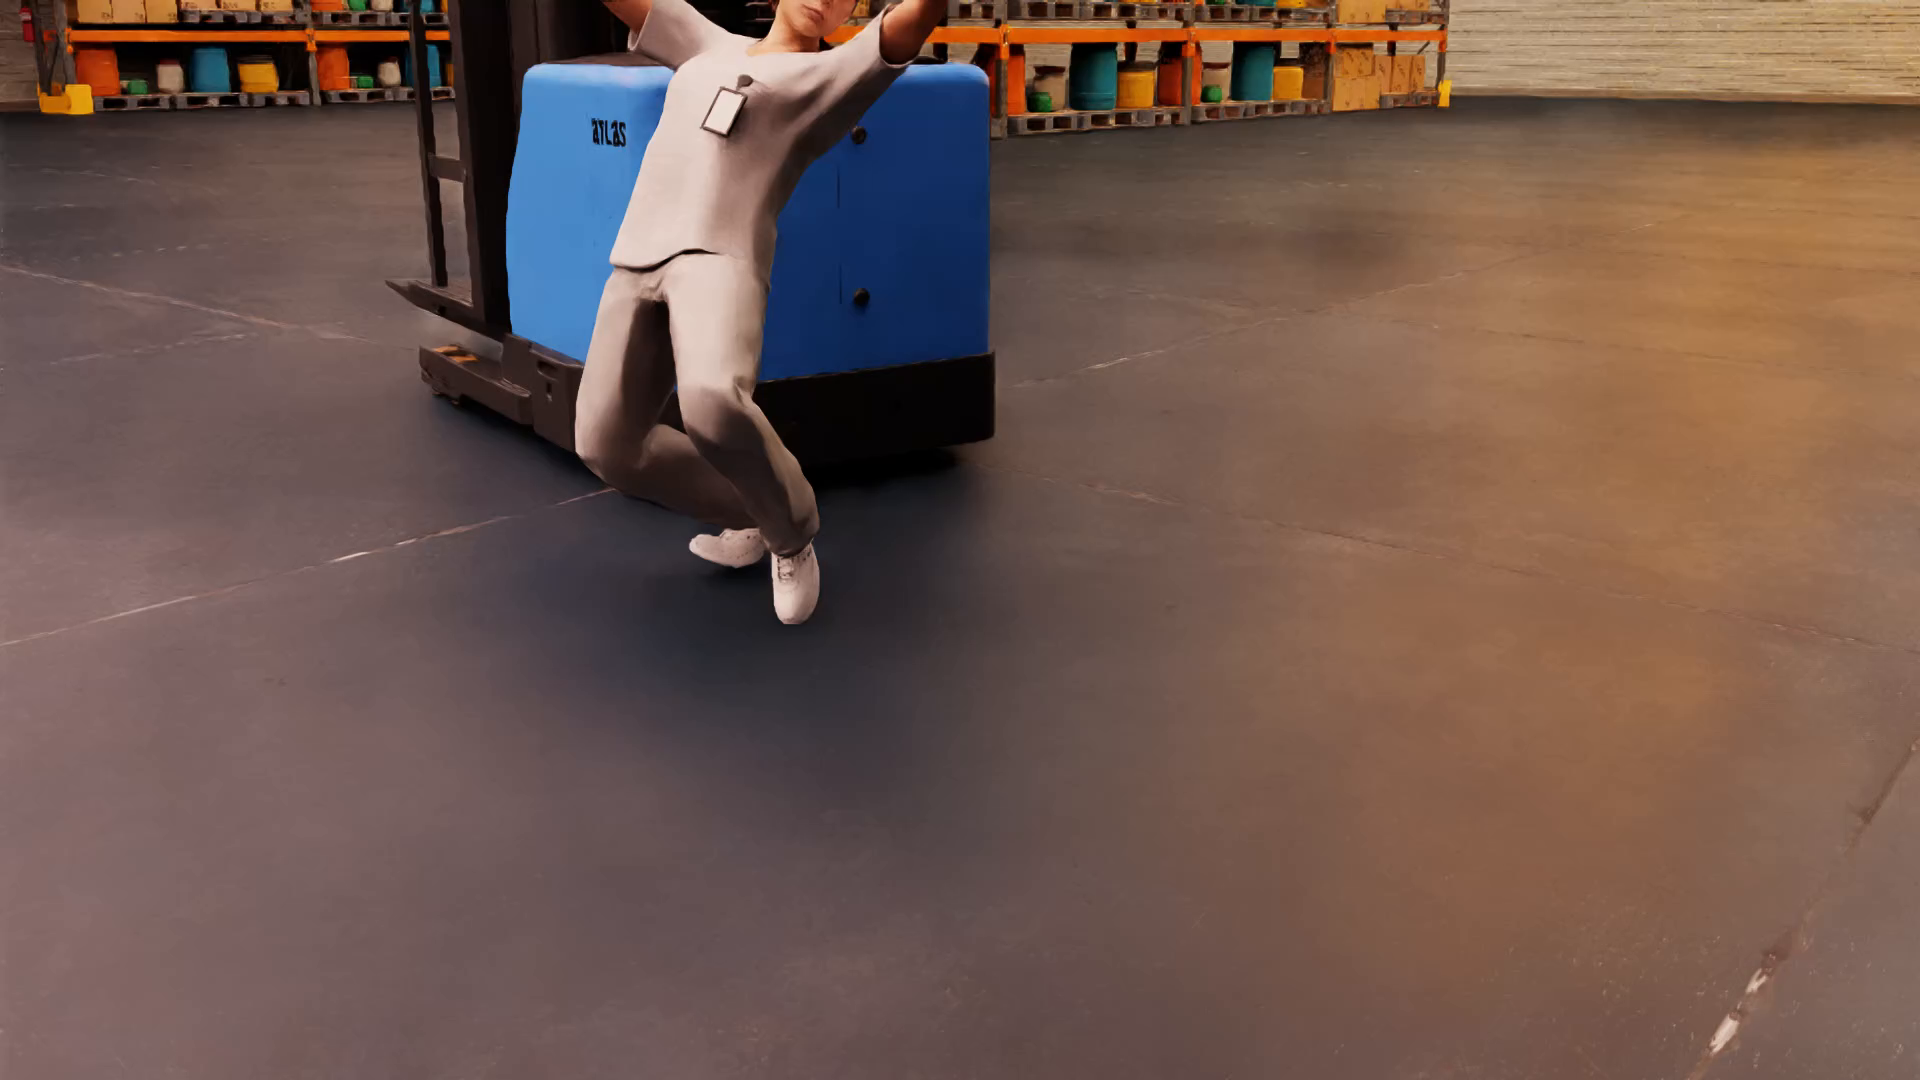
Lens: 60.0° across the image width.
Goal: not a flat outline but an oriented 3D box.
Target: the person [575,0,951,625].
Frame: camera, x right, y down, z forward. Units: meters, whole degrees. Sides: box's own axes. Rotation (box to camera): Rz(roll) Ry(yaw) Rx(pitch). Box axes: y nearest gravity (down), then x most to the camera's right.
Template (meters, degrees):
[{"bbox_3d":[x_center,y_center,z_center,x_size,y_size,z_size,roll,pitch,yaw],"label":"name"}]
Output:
[{"bbox_3d":[-0.360,-0.610,3.286,0.923,1.565,0.764,12,21,34],"label":"person"}]

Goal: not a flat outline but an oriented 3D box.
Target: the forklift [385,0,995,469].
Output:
[{"bbox_3d":[-1.140,-1.904,5.167,1.130,2.935,3.031,-11,20,-32],"label":"forklift"}]
